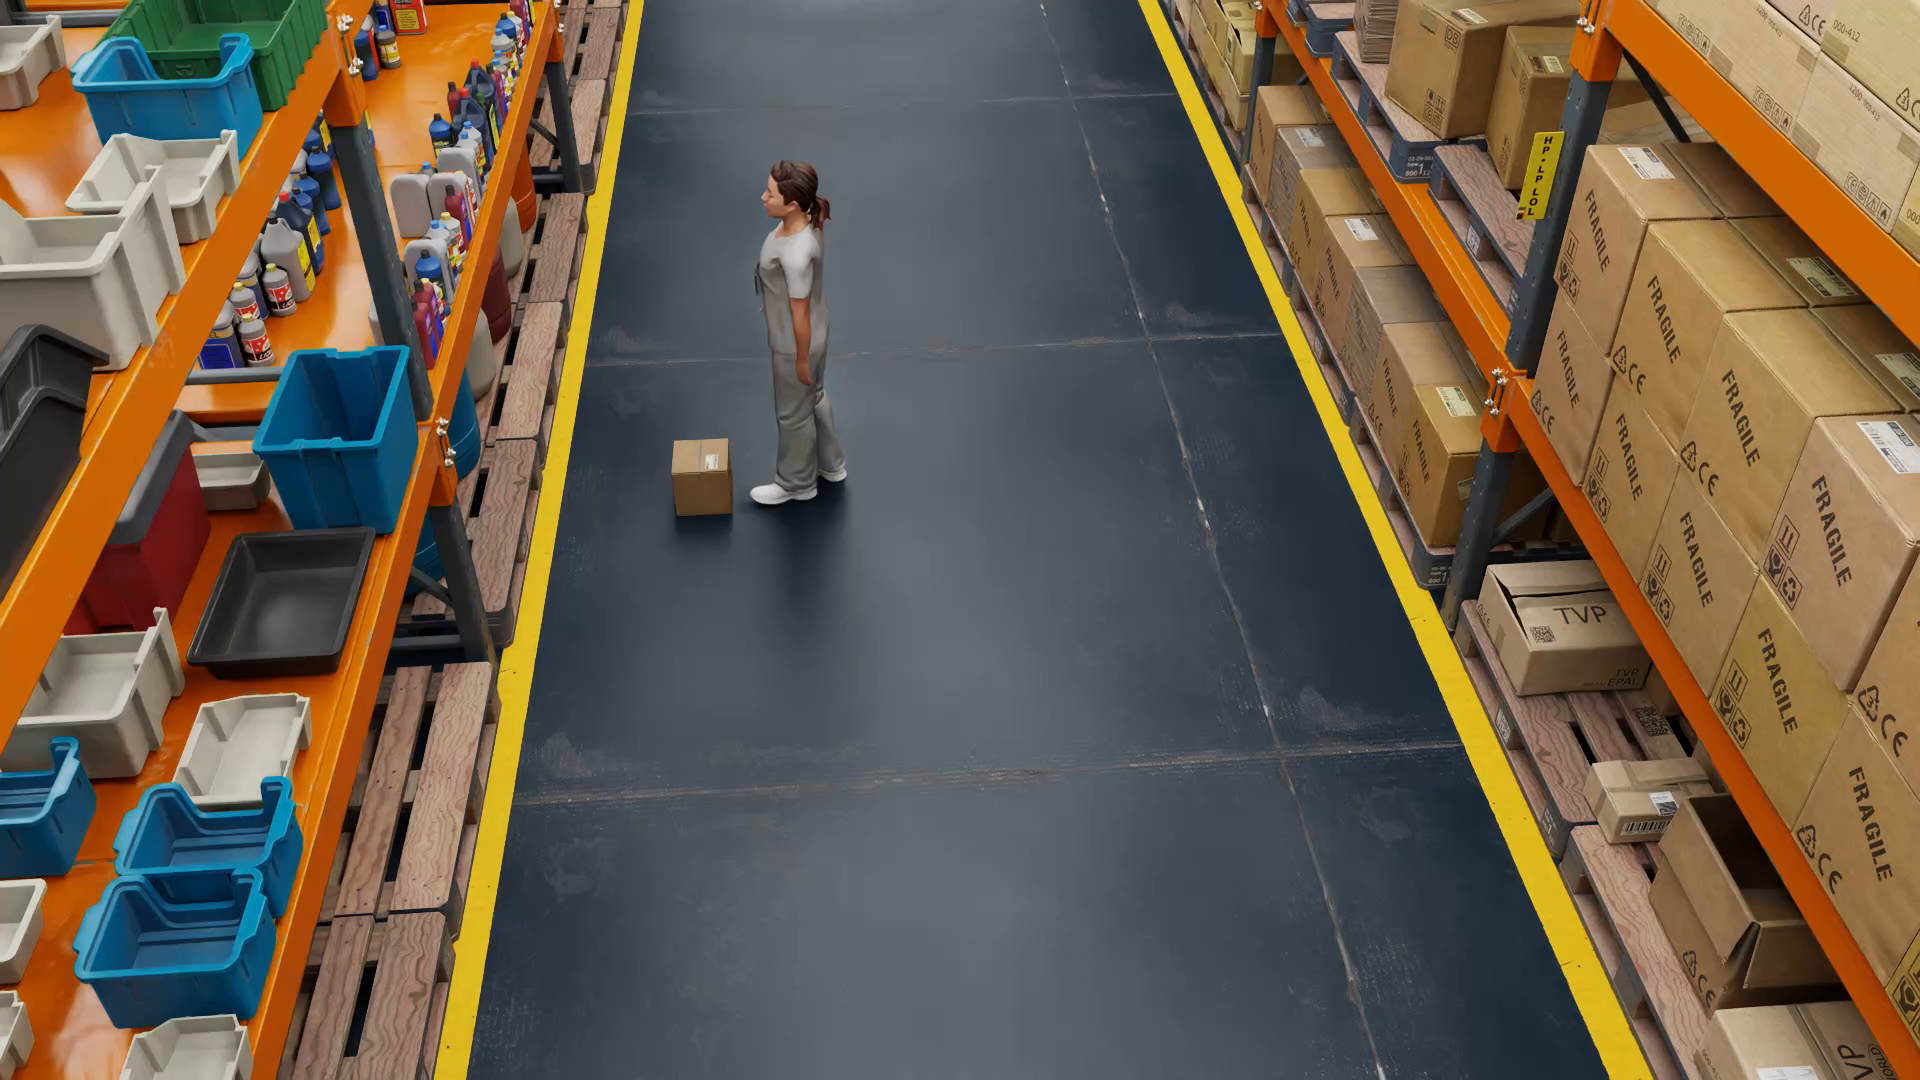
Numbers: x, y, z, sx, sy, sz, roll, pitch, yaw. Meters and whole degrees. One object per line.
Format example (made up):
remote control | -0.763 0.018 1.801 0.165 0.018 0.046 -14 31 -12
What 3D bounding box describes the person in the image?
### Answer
person | -0.738 -0.890 7.219 0.449 1.683 0.509 2 39 2
